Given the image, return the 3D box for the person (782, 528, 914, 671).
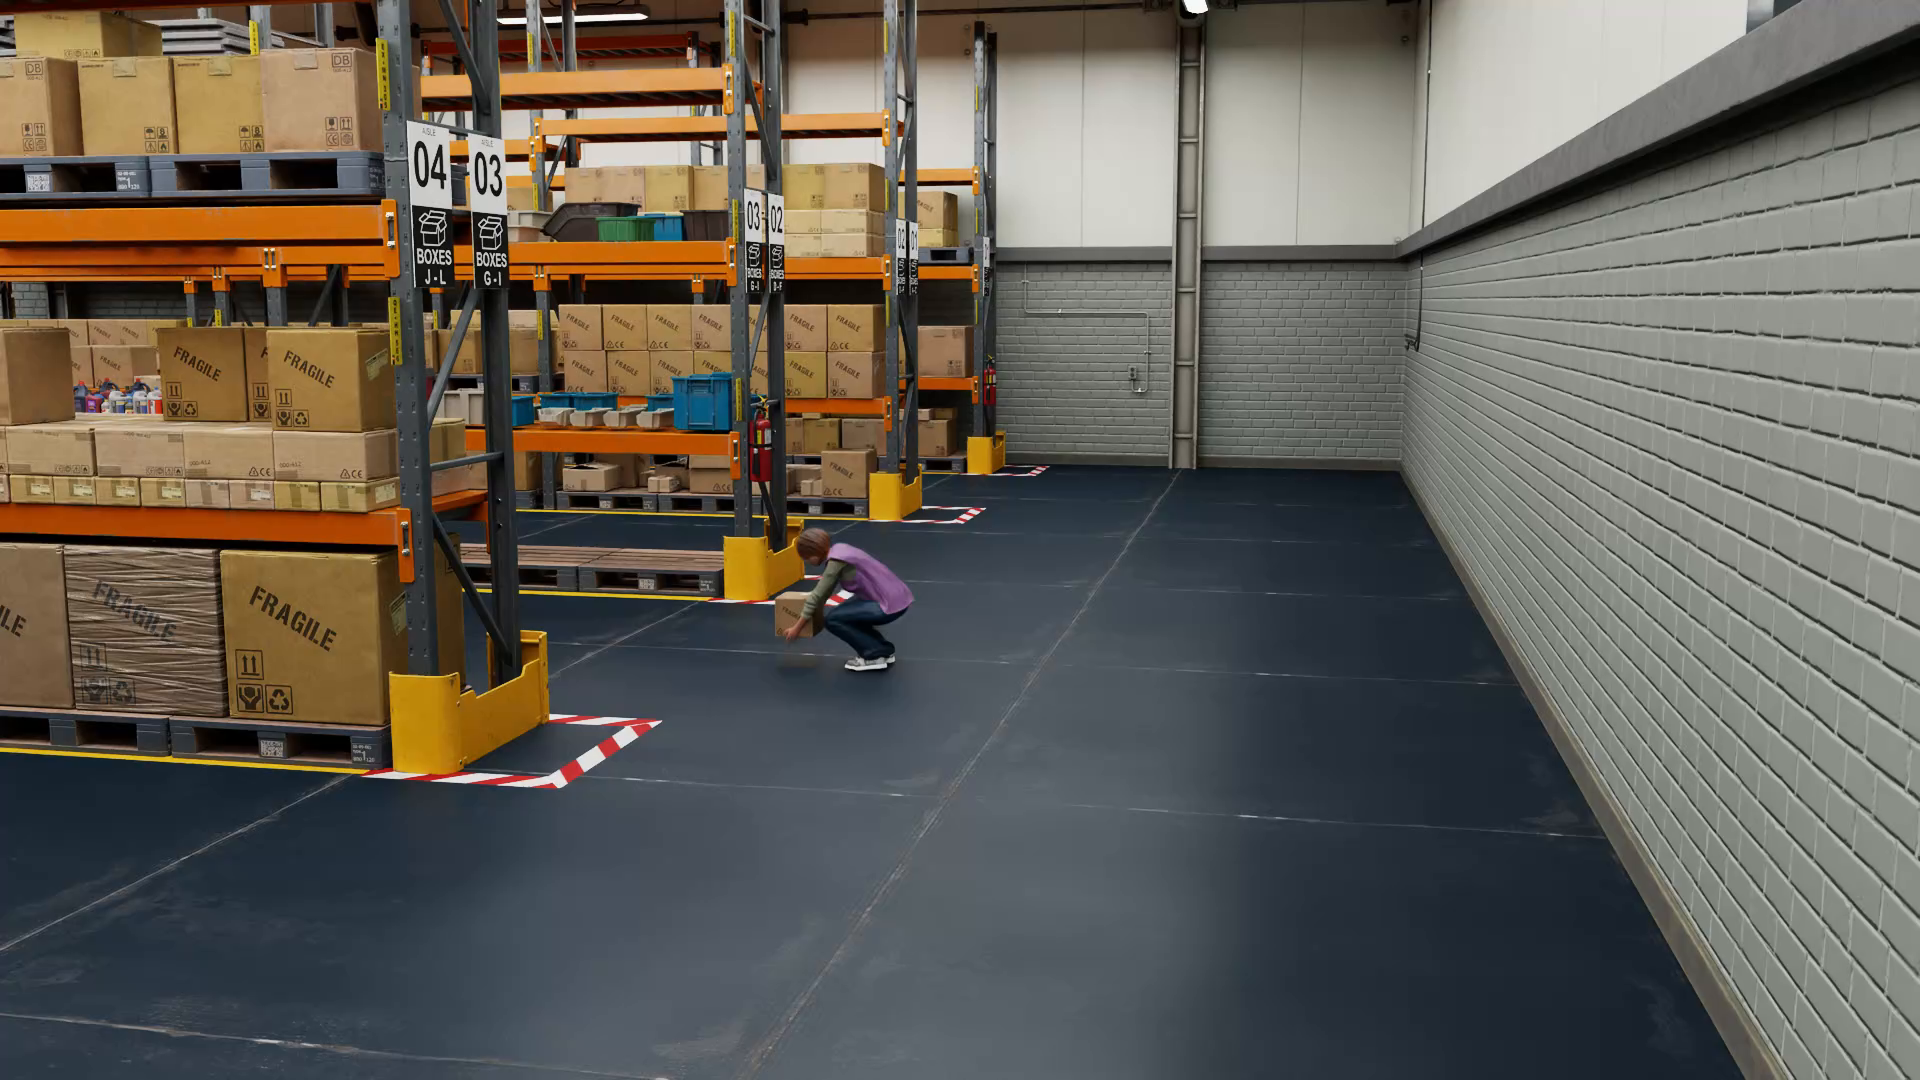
[{"bbox_3d":[-0.714,0.373,10.728,0.832,0.907,0.424,2,8,11],"label":"person"}]
